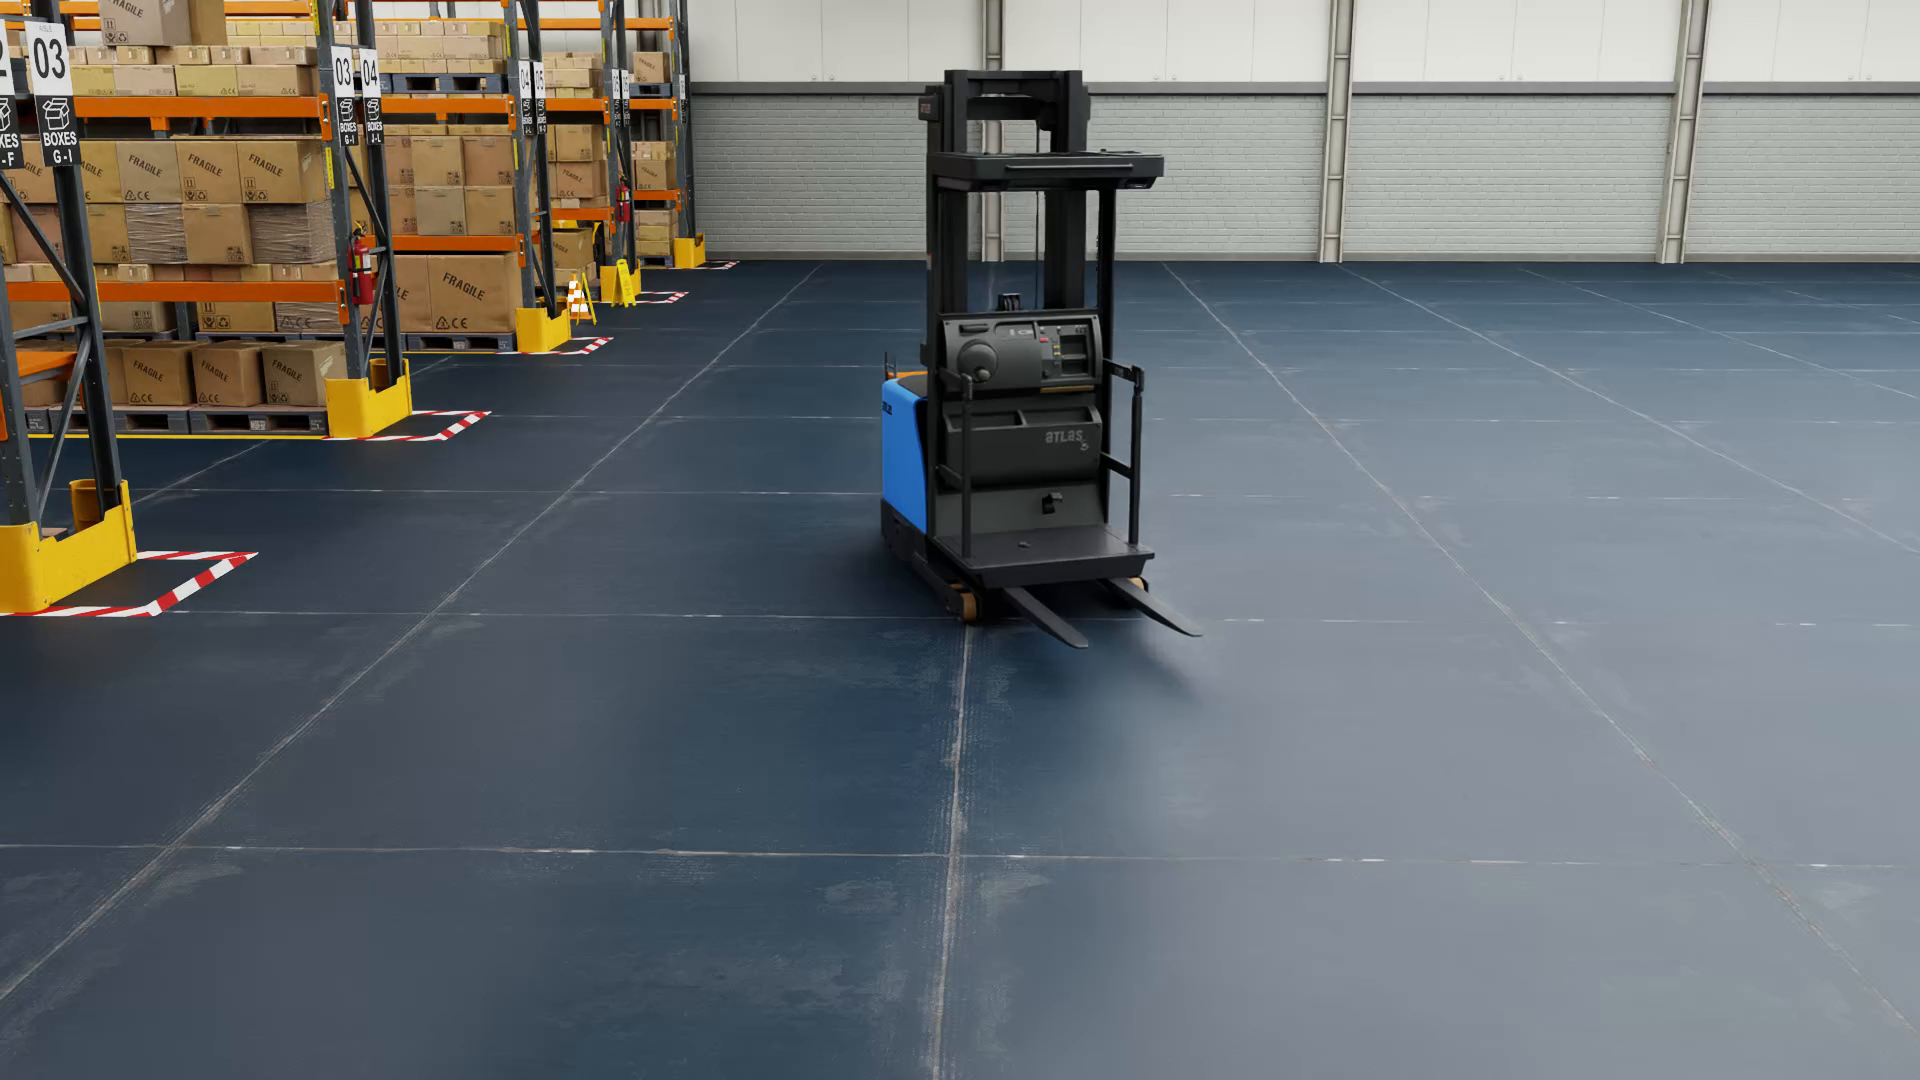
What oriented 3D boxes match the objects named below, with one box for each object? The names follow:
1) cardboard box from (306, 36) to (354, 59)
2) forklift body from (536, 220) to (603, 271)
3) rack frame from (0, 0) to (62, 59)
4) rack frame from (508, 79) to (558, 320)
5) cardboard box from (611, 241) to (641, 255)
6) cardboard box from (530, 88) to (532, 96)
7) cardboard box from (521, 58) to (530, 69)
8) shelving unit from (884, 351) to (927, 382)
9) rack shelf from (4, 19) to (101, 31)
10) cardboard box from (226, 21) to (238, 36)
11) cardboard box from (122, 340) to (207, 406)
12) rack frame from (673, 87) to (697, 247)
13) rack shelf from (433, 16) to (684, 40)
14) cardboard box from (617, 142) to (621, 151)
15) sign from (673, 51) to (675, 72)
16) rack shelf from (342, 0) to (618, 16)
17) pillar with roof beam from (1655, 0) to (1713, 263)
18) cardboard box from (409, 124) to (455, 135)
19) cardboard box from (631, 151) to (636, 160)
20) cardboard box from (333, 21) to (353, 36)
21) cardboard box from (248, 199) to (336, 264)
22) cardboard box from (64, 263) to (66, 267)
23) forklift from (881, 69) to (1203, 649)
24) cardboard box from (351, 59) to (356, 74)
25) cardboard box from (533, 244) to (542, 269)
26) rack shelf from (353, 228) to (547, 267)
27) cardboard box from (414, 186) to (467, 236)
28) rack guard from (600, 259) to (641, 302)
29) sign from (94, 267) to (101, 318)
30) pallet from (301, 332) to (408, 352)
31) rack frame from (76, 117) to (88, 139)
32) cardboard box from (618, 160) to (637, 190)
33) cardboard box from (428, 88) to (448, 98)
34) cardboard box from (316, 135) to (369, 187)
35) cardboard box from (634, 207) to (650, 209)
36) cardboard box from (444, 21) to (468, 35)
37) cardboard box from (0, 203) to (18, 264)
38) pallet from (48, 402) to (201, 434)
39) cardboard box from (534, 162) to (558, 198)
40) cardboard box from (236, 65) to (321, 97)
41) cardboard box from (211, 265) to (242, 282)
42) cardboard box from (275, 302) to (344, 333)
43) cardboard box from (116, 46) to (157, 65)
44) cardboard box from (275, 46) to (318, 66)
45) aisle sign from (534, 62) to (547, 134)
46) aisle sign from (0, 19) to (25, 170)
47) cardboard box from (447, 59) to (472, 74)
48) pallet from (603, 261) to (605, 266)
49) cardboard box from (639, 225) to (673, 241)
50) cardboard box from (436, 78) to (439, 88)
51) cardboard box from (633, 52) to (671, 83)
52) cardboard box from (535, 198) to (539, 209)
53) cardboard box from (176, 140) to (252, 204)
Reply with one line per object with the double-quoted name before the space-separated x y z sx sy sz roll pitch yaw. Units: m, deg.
"cardboard box" -6.887 -5.446 18.413 0.500 0.250 0.500 1 15 2
"forklift body" -6.679 -5.396 27.076 1.214 2.155 2.313 0 15 1
"rack frame" -5.239 -4.104 8.755 0.127 3.000 1.000 0 15 1
"rack frame" -4.885 -3.730 19.099 0.127 3.000 1.000 0 15 1
"cardboard box" -5.711 -5.061 28.709 0.500 0.250 0.500 0 15 1
"cardboard box" -5.989 -6.276 23.359 0.250 0.149 0.380 0 15 2
"cardboard box" -5.970 -6.658 23.245 0.250 0.149 0.380 0 15 2
"shelving unit" -0.215 -0.633 10.886 0.503 1.200 0.258 -5 16 -18
"rack shelf" -14.733 -8.684 28.309 4.000 0.370 1.077 0 15 1
"cardboard box" -8.020 -5.630 18.330 0.250 0.149 0.380 0 15 1
"cardboard box" -6.960 -1.473 14.620 0.500 0.500 0.500 2 15 7
"rack frame" -4.737 -6.259 28.685 0.127 3.000 1.000 0 15 1
"rack shelf" -6.736 -8.632 28.111 4.000 0.370 1.077 0 15 1
"cardboard box" -5.857 -6.723 28.391 0.250 0.149 0.380 0 15 2
"sign" -4.764 -7.961 27.675 0.005 0.325 0.100 0 15 1
"rack shelf" -6.859 -7.558 23.263 4.000 0.370 1.077 0 15 1
"pillar with roof beam" 12.474 -8.179 24.202 0.400 9.000 9.100 0 15 1
"cardboard box" -7.413 -5.618 23.514 0.500 0.500 0.700 0 15 0
"cardboard box" -5.605 -6.563 28.370 0.250 0.149 0.380 1 15 2
"cardboard box" -6.755 -5.622 18.299 0.250 0.149 0.380 0 15 2
"cardboard box" -5.662 -2.669 14.297 0.500 0.500 0.875 0 15 1
"cardboard box" -7.404 -2.286 14.118 0.250 0.149 0.380 0 15 1
"forklift" 0.424 -1.078 9.179 1.130 2.935 3.031 -5 15 -17
"cardboard box" -6.751 -5.237 18.401 0.250 0.149 0.380 1 15 2
"cardboard box" -6.189 -4.171 23.865 0.500 0.500 0.500 1 15 4
"rack shelf" -6.884 -3.396 19.241 4.000 0.370 1.077 0 15 1
"cardboard box" -5.808 -3.792 19.038 0.550 0.550 0.875 0 15 1
"rack guard" -4.936 -3.785 24.207 0.348 0.500 1.175 0 15 1
"sign" -5.221 -1.477 10.016 0.005 0.325 0.100 0 15 1
"pallet" -6.903 -2.376 19.432 1.213 0.211 1.003 0 15 1
"rack frame" -12.857 -5.046 24.084 0.127 3.000 1.000 0 15 1
"cardboard box" -5.754 -6.250 28.452 0.500 0.500 0.500 1 15 3
"cardboard box" -7.267 -6.253 23.273 0.250 0.149 0.380 0 15 0
"cardboard box" -6.897 -4.326 18.946 0.500 0.550 0.875 0 15 1
"cardboard box" -5.712 -5.670 29.058 0.500 0.250 0.500 0 15 2
"cardboard box" -5.480 -5.614 18.269 0.250 0.149 0.380 0 15 2
"cardboard box" -8.164 -2.653 14.238 0.500 0.500 0.875 0 15 1
"pallet" -7.216 -1.141 14.752 1.213 0.211 1.003 0 15 1
"cardboard box" -5.910 -5.123 23.600 0.500 0.500 0.500 0 15 2
"cardboard box" -5.601 -3.782 13.710 0.500 0.250 0.500 1 15 3
"cardboard box" -6.154 -2.290 14.131 0.250 0.149 0.380 0 15 1
"cardboard box" -7.356 -2.905 19.314 0.875 0.875 0.875 0 15 2
"cardboard box" -6.699 -3.969 13.638 0.250 0.149 0.380 0 15 -1
"cardboard box" -5.398 -3.959 13.598 0.250 0.149 0.380 0 15 1
"aisle sign" -4.807 -5.063 19.056 0.004 0.787 0.394 0 15 1
"aisle sign" -5.175 -2.384 8.900 0.004 0.787 0.394 0 15 1
"cardboard box" -5.478 -5.228 18.370 0.250 0.149 0.380 0 15 2
"pallet" -6.719 -4.914 29.052 1.213 0.211 1.003 0 15 1
"cardboard box" -5.231 -5.298 28.628 0.500 0.250 0.500 0 15 1
"cardboard box" -7.409 -6.461 23.280 0.500 0.250 0.500 1 15 2
"cardboard box" -5.185 -7.950 27.998 0.500 0.500 0.500 1 15 3
"cardboard box" -6.009 -4.794 23.624 0.250 0.149 0.380 1 15 2
"cardboard box" -6.169 -3.084 13.911 0.500 0.500 0.500 0 15 1
